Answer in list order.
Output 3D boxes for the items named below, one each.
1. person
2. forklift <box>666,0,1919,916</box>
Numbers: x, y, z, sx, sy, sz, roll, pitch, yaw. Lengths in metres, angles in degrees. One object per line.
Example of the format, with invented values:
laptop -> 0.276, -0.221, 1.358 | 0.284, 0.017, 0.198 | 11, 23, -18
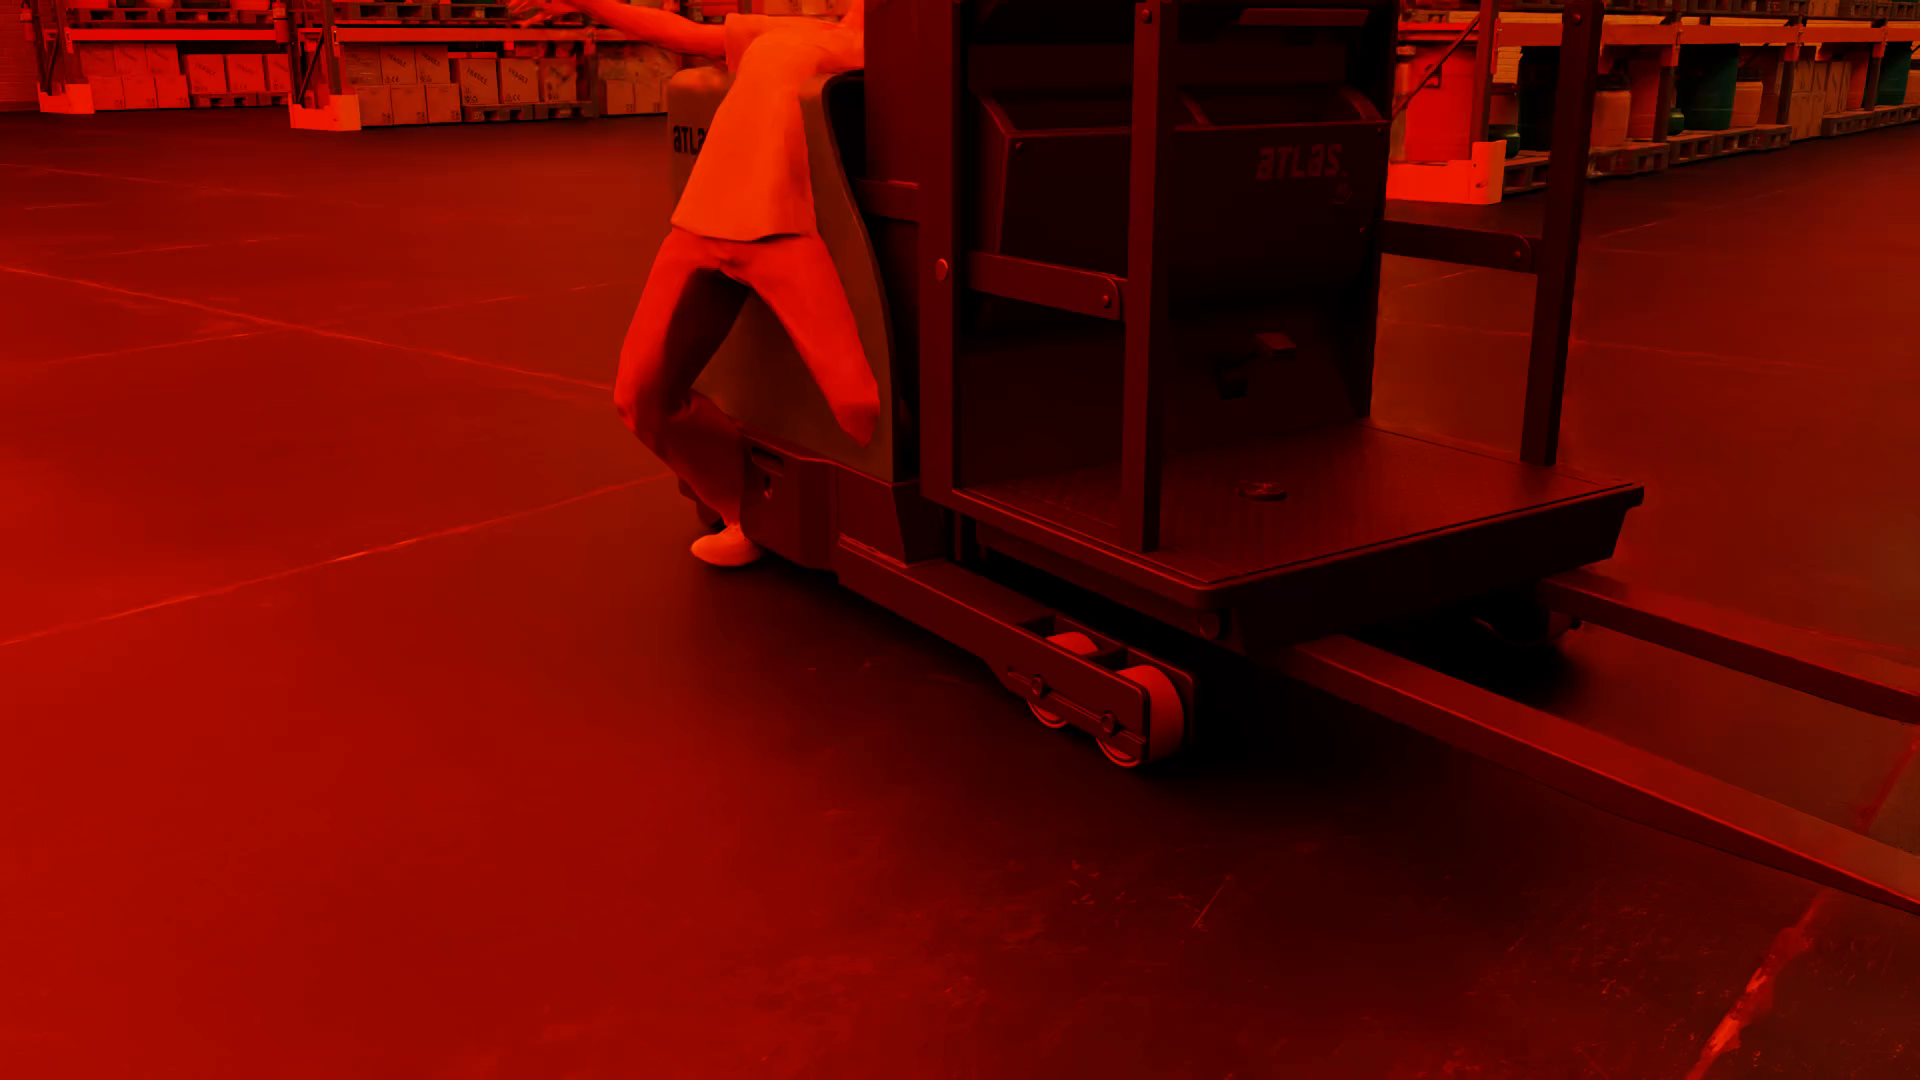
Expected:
person -> -0.437, -0.694, 3.569 | 0.992, 1.522, 0.642 | 9, 19, 27
forklift -> 0.547, -1.188, 2.809 | 1.130, 2.935, 3.031 | -11, 20, -32
